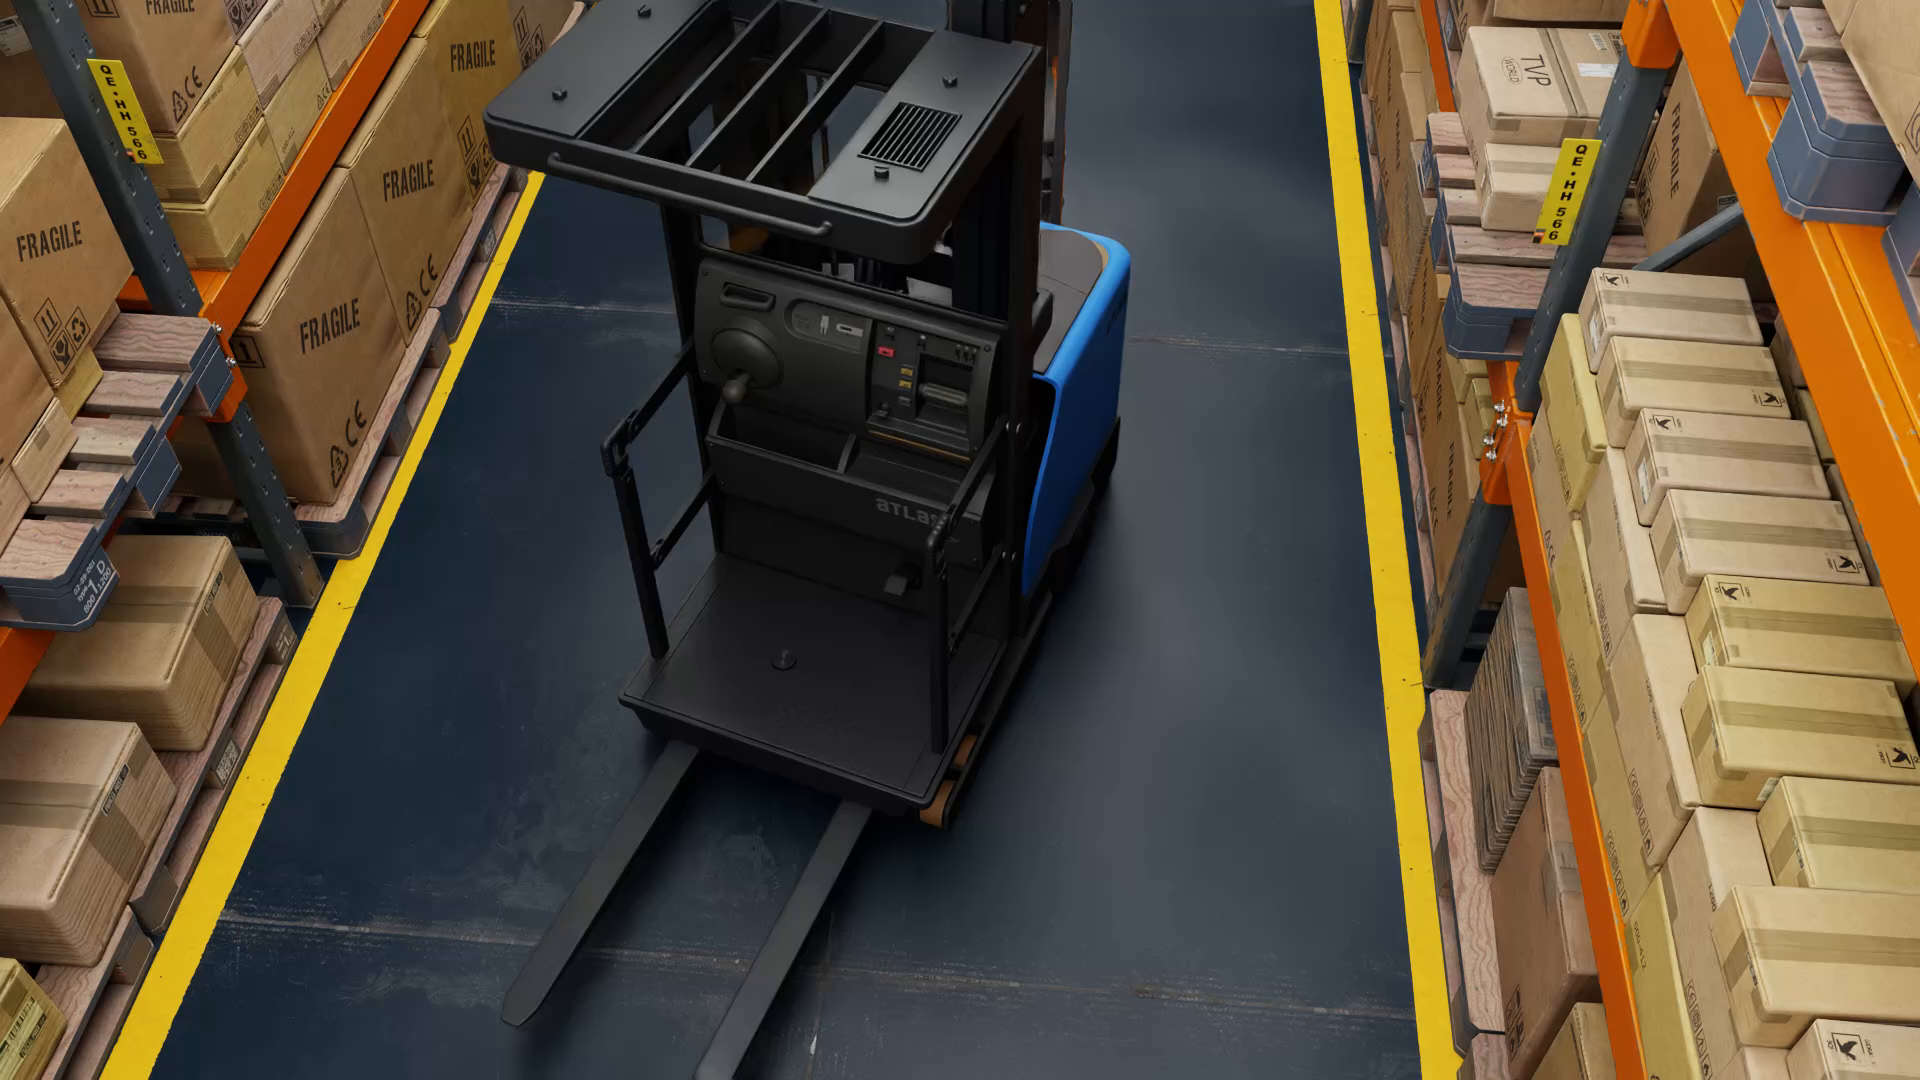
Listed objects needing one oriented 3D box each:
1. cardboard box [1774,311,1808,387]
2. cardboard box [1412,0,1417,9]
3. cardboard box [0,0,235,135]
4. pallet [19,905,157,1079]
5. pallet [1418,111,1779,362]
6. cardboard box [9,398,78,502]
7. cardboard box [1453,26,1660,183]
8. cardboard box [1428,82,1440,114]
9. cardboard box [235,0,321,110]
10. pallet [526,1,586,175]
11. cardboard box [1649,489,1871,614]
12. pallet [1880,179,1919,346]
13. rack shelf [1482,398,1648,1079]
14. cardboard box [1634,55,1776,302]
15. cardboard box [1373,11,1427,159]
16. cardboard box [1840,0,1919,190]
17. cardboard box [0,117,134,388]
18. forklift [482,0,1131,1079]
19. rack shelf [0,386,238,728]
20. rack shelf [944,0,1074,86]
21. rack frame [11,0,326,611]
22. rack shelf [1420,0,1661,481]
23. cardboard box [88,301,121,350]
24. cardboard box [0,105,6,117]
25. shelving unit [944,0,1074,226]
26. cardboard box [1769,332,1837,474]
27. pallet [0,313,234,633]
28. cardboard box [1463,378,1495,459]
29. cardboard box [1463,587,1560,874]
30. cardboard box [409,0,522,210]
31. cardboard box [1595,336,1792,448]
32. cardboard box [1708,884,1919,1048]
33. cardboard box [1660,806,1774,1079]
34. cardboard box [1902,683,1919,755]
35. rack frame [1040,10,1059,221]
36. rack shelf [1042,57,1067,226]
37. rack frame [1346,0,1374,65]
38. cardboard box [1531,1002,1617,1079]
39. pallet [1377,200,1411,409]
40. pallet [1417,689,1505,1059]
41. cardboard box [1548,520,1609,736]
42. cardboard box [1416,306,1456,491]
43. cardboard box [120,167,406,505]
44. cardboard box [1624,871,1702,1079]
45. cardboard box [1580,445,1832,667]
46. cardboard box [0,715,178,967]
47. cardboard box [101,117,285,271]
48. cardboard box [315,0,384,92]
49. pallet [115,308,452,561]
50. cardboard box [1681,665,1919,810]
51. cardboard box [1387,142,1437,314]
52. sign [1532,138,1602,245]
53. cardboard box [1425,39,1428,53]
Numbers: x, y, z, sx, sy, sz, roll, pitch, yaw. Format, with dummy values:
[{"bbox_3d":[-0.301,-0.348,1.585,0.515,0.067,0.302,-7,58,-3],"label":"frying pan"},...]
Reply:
[{"bbox_3d":[2.286,-0.504,4.171,0.380,0.149,0.250,5,48,5],"label":"cardboard box"},{"bbox_3d":[2.233,-2.506,7.479,0.380,0.149,0.250,3,48,2],"label":"cardboard box"},{"bbox_3d":[-2.541,-1.553,4.892,0.500,0.500,0.500,2,48,2],"label":"cardboard box"},{"bbox_3d":[-3.016,1.574,4.668,1.003,0.211,1.213,4,48,4],"label":"pallet"},{"bbox_3d":[2.106,-0.942,5.209,1.213,0.211,1.003,4,48,4],"label":"pallet"},{"bbox_3d":[-2.556,-0.246,4.328,0.380,0.149,0.250,4,48,3],"label":"cardboard box"},{"bbox_3d":[1.888,-1.393,5.308,0.500,0.250,0.500,2,48,2],"label":"cardboard box"},{"bbox_3d":[2.124,-1.751,6.789,0.380,0.149,0.250,5,48,5],"label":"cardboard box"},{"bbox_3d":[-2.489,-1.689,5.525,0.500,0.250,0.500,5,48,4],"label":"cardboard box"},{"bbox_3d":[-2.460,-2.262,8.175,1.003,0.211,1.213,4,48,4],"label":"pallet"},{"bbox_3d":[1.760,0.037,3.676,0.380,0.149,0.250,4,48,4],"label":"cardboard box"},{"bbox_3d":[2.042,-0.126,2.428,1.003,0.211,1.213,6,48,5],"label":"pallet"},{"bbox_3d":[1.932,1.208,3.600,1.077,0.370,4.000,4,48,4],"label":"rack shelf"},{"bbox_3d":[2.317,-1.048,4.823,0.500,0.500,0.500,6,48,5],"label":"cardboard box"},{"bbox_3d":[2.172,-2.010,7.465,0.500,0.500,0.500,3,48,3],"label":"cardboard box"},{"bbox_3d":[1.859,-0.833,2.526,0.700,0.500,0.500,3,48,3],"label":"cardboard box"},{"bbox_3d":[-2.594,-0.759,4.357,0.500,0.500,0.500,3,48,2],"label":"cardboard box"},{"bbox_3d":[-0.420,-0.421,4.649,1.130,2.935,3.031,17,50,15],"label":"forklift"},{"bbox_3d":[-3.012,0.877,3.903,1.077,0.370,4.000,4,48,4],"label":"rack shelf"},{"bbox_3d":[0.160,-1.897,5.632,0.431,0.518,0.480,-1,48,0],"label":"rack shelf"},{"bbox_3d":[-2.829,-0.835,4.981,1.000,3.000,0.127,4,48,4],"label":"rack frame"},{"bbox_3d":[2.296,-1.731,6.288,1.077,0.370,4.000,4,48,4],"label":"rack shelf"},{"bbox_3d":[-2.625,-0.636,4.684,0.380,0.149,0.250,5,48,5],"label":"cardboard box"},{"bbox_3d":[-3.043,-1.604,4.939,0.500,0.500,0.500,3,48,2],"label":"cardboard box"},{"bbox_3d":[0.160,-1.434,6.138,0.431,2.100,0.503,-1,48,0],"label":"shelving unit"},{"bbox_3d":[2.350,-0.274,4.231,0.500,0.250,0.500,5,48,4],"label":"cardboard box"},{"bbox_3d":[-2.788,-0.240,4.567,1.213,0.211,1.003,4,48,4],"label":"pallet"},{"bbox_3d":[1.907,-0.401,5.554,0.380,0.149,0.250,2,48,2],"label":"cardboard box"},{"bbox_3d":[2.044,0.613,4.982,0.875,0.625,0.625,5,48,5],"label":"cardboard box"},{"bbox_3d":[-2.516,-2.074,7.270,0.875,0.875,0.875,5,48,5],"label":"cardboard box"},{"bbox_3d":[1.769,-0.346,4.027,0.380,0.149,0.250,5,48,4],"label":"cardboard box"},{"bbox_3d":[1.594,0.775,3.001,0.380,0.149,0.250,3,48,2],"label":"cardboard box"},{"bbox_3d":[1.696,0.815,3.234,0.500,0.250,0.500,4,48,4],"label":"cardboard box"},{"bbox_3d":[2.257,0.470,3.550,0.500,0.250,0.500,4,48,3],"label":"cardboard box"},{"bbox_3d":[0.157,-1.614,6.303,0.400,2.100,0.015,-1,48,0],"label":"rack frame"},{"bbox_3d":[0.160,-1.425,6.148,0.431,0.518,0.480,-1,48,0],"label":"rack shelf"},{"bbox_3d":[2.479,-3.444,7.367,1.000,3.000,0.127,4,48,4],"label":"rack frame"},{"bbox_3d":[1.931,1.588,4.089,0.875,0.625,0.625,2,48,2],"label":"cardboard box"},{"bbox_3d":[2.334,-1.003,7.025,1.003,0.211,1.213,4,48,4],"label":"pallet"},{"bbox_3d":[2.000,1.039,5.157,1.003,0.211,1.213,4,48,4],"label":"pallet"},{"bbox_3d":[1.780,0.225,4.113,0.500,0.250,0.500,3,48,3],"label":"cardboard box"},{"bbox_3d":[1.995,-0.495,6.079,0.500,0.500,0.500,3,48,3],"label":"cardboard box"},{"bbox_3d":[-2.684,-0.762,6.070,0.875,0.875,0.875,3,48,3],"label":"cardboard box"},{"bbox_3d":[1.691,0.985,3.418,0.500,0.250,0.500,5,48,5],"label":"cardboard box"},{"bbox_3d":[1.784,0.055,3.930,0.500,0.250,0.500,5,48,5],"label":"cardboard box"},{"bbox_3d":[-2.950,0.867,4.921,0.950,0.372,0.625,3,48,3],"label":"cardboard box"},{"bbox_3d":[-2.534,-1.128,5.350,0.500,0.250,0.500,3,48,3],"label":"cardboard box"},{"bbox_3d":[-2.451,-1.891,6.049,0.500,0.250,0.500,5,48,5],"label":"cardboard box"},{"bbox_3d":[-2.682,-0.469,6.536,1.003,0.211,1.213,4,48,4],"label":"pallet"},{"bbox_3d":[1.685,0.406,3.338,0.380,0.149,0.250,5,48,4],"label":"cardboard box"},{"bbox_3d":[2.068,-1.262,6.781,0.500,0.500,0.500,2,48,2],"label":"cardboard box"},{"bbox_3d":[1.573,-0.898,4.308,0.100,0.325,0.005,4,48,4],"label":"sign"},{"bbox_3d":[2.209,-2.115,7.121,0.380,0.149,0.250,3,48,3],"label":"cardboard box"}]
